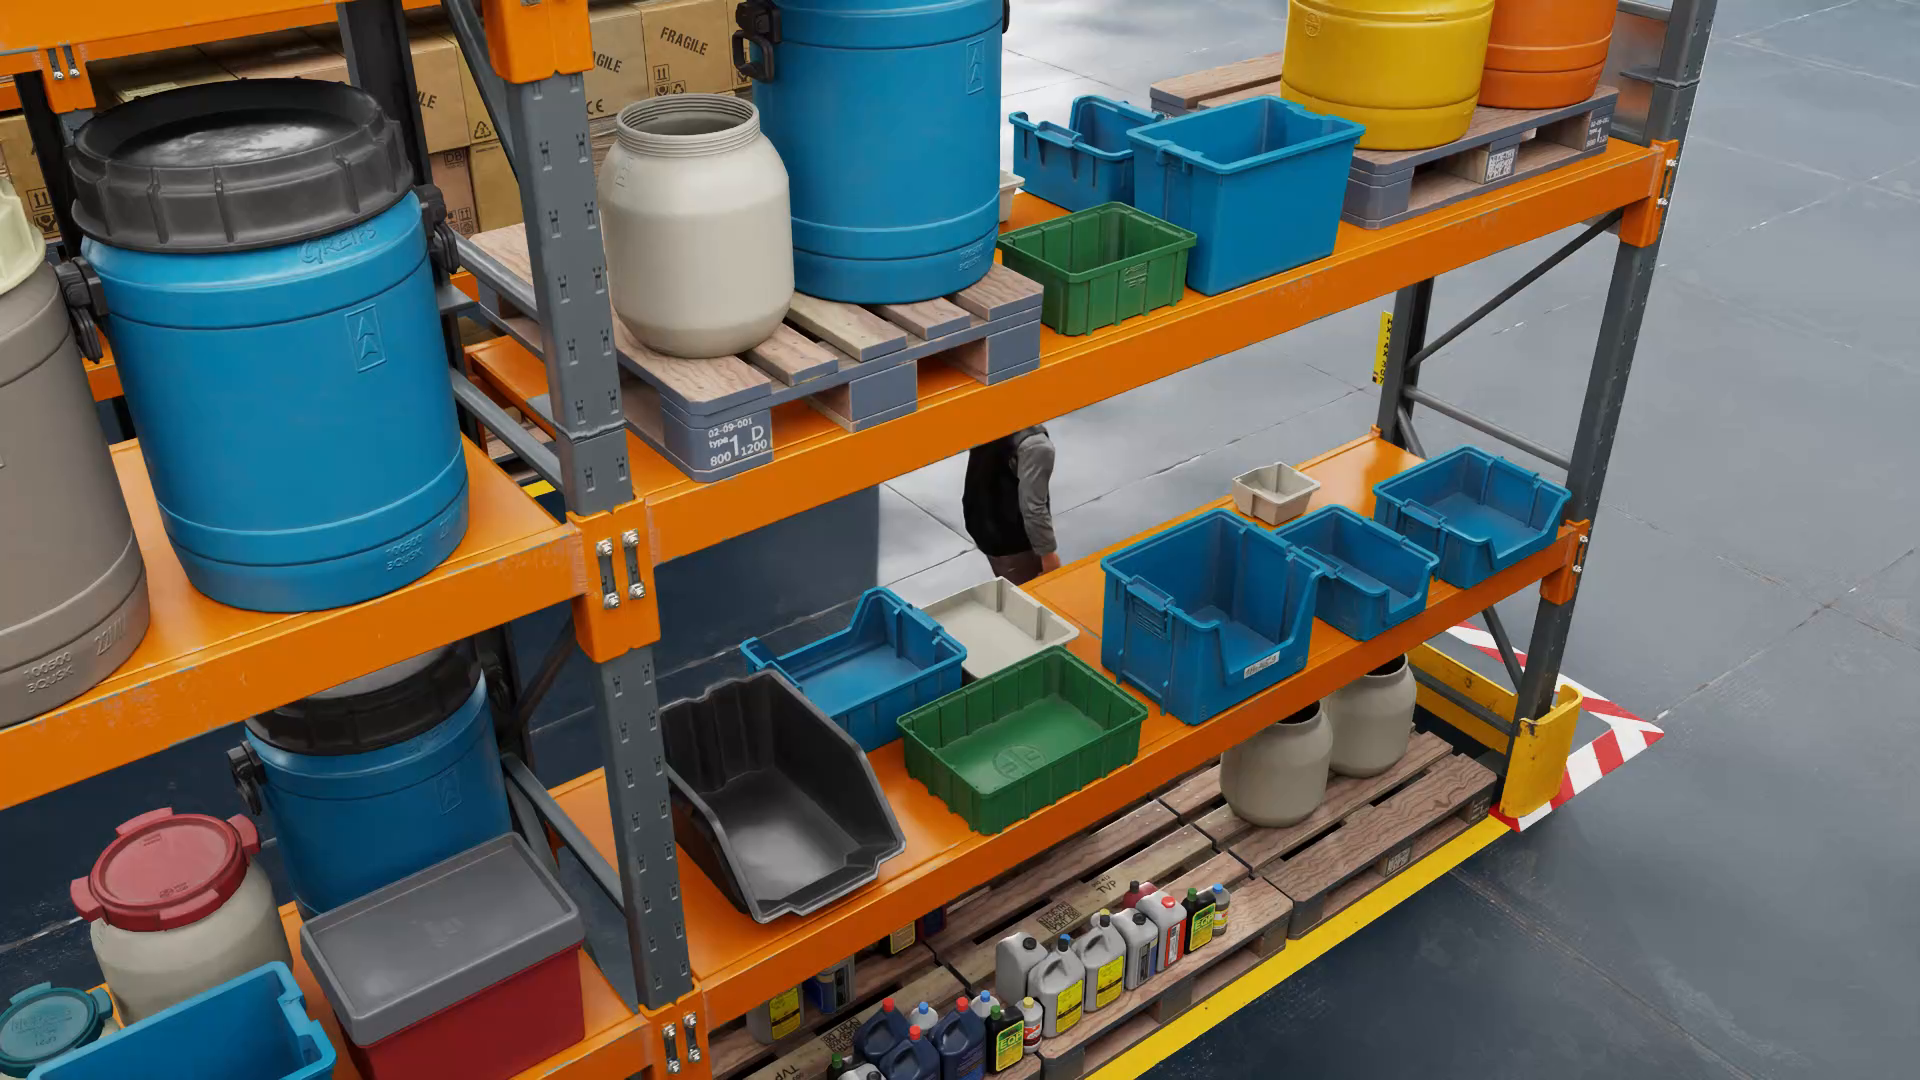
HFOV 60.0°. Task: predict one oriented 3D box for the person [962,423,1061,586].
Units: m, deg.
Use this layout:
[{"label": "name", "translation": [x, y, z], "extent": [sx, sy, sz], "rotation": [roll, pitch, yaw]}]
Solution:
[{"label": "person", "translation": [0.255, -0.030, 7.207], "extent": [0.463, 1.721, 0.588], "rotation": [-11, 34, -17]}]
